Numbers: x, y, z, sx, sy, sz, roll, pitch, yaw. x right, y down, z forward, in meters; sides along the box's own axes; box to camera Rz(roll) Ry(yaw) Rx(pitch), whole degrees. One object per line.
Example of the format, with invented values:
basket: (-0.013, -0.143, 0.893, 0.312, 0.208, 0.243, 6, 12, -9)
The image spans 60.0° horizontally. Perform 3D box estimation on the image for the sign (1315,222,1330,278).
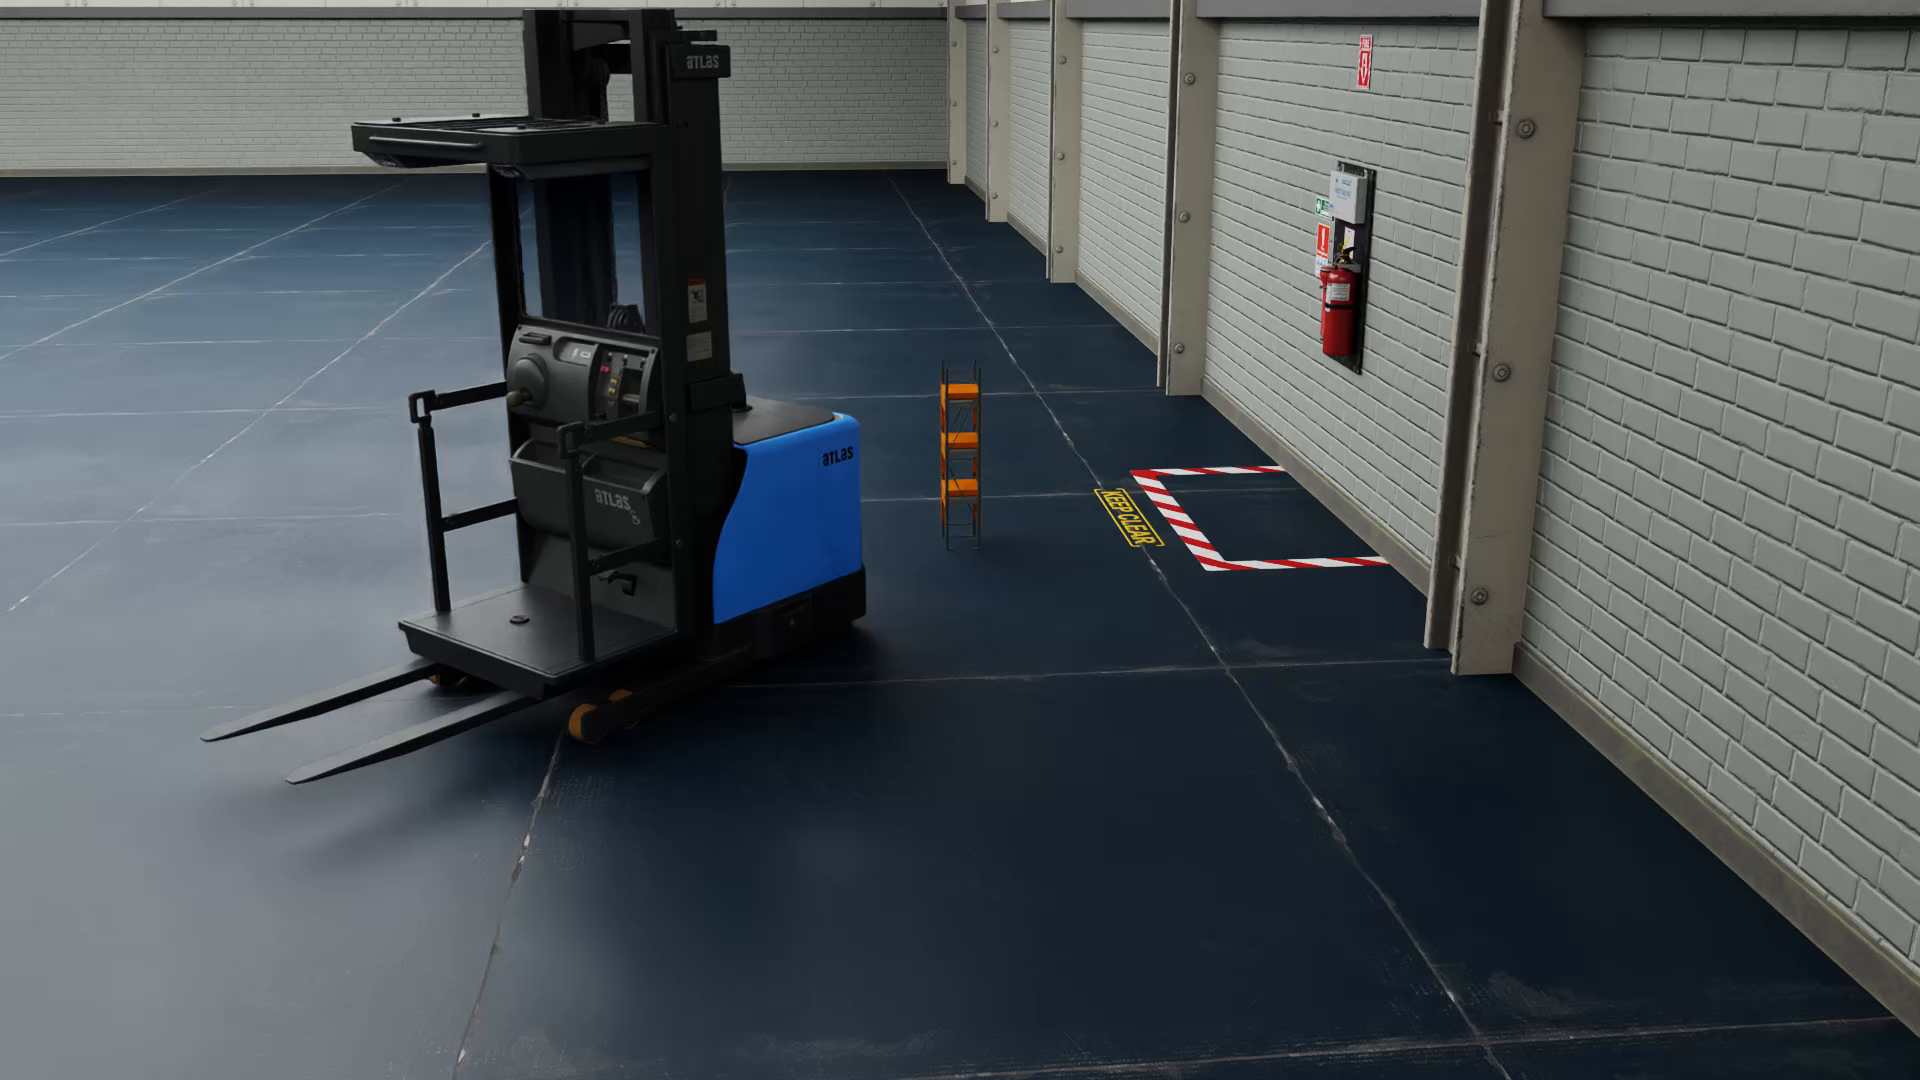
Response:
sign: (2.249, -1.793, 10.320, 0.001, 0.329, 0.234, -2, 18, -6)

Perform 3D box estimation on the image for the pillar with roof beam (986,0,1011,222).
pillar with roof beam: (-3.718, -8.963, 23.202, 9.100, 9.000, 0.400, -2, 18, -6)

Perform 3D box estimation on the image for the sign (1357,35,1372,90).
sign: (2.302, -2.719, 9.461, 0.001, 0.298, 0.199, -2, 18, -6)

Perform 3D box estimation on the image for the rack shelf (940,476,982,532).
rack shelf: (0.006, -0.210, 9.555, 0.215, 0.259, 0.240, -2, 18, -6)

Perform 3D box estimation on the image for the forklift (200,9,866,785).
forklift: (-1.771, -0.712, 7.051, 1.130, 2.935, 3.031, 13, 22, 36)

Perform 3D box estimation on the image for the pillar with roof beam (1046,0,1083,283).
pillar with roof beam: (-3.099, -7.175, 17.508, 9.100, 9.000, 0.400, -2, 18, -6)

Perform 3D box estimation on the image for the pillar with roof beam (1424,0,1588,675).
pillar with roof beam: (-1.862, -3.600, 6.120, 9.100, 9.000, 0.400, -2, 18, -6)

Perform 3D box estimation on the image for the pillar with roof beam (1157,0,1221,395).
pillar with roof beam: (-2.481, -5.387, 11.814, 9.100, 9.000, 0.400, -2, 18, -6)

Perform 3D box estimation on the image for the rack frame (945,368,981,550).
rack frame: (0.018, -0.449, 9.353, 0.200, 1.050, 0.008, -2, 18, -6)

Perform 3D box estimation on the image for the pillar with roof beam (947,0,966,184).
pillar with roof beam: (-4.337, -10.750, 28.896, 9.100, 9.000, 0.400, -2, 18, -6)

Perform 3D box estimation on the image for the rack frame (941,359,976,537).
rack frame: (-0.007, -0.521, 9.585, 0.200, 1.050, 0.008, -2, 18, -6)

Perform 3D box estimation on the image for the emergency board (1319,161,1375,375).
emergency board: (2.203, -1.608, 9.791, 0.194, 1.169, 0.643, -2, 18, -6)

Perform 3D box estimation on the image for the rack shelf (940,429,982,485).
rack shelf: (0.006, -0.475, 9.472, 0.215, 0.259, 0.240, -2, 18, -6)

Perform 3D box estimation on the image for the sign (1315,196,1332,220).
sign: (2.241, -2.044, 10.236, 0.001, 0.109, 0.331, -2, 18, -6)

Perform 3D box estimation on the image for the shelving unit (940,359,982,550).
shelving unit: (0.006, -0.485, 9.469, 0.215, 1.050, 0.252, -2, 18, -6)

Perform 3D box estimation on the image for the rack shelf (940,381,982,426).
rack shelf: (0.006, -0.746, 9.387, 0.215, 0.259, 0.240, -2, 18, -6)
